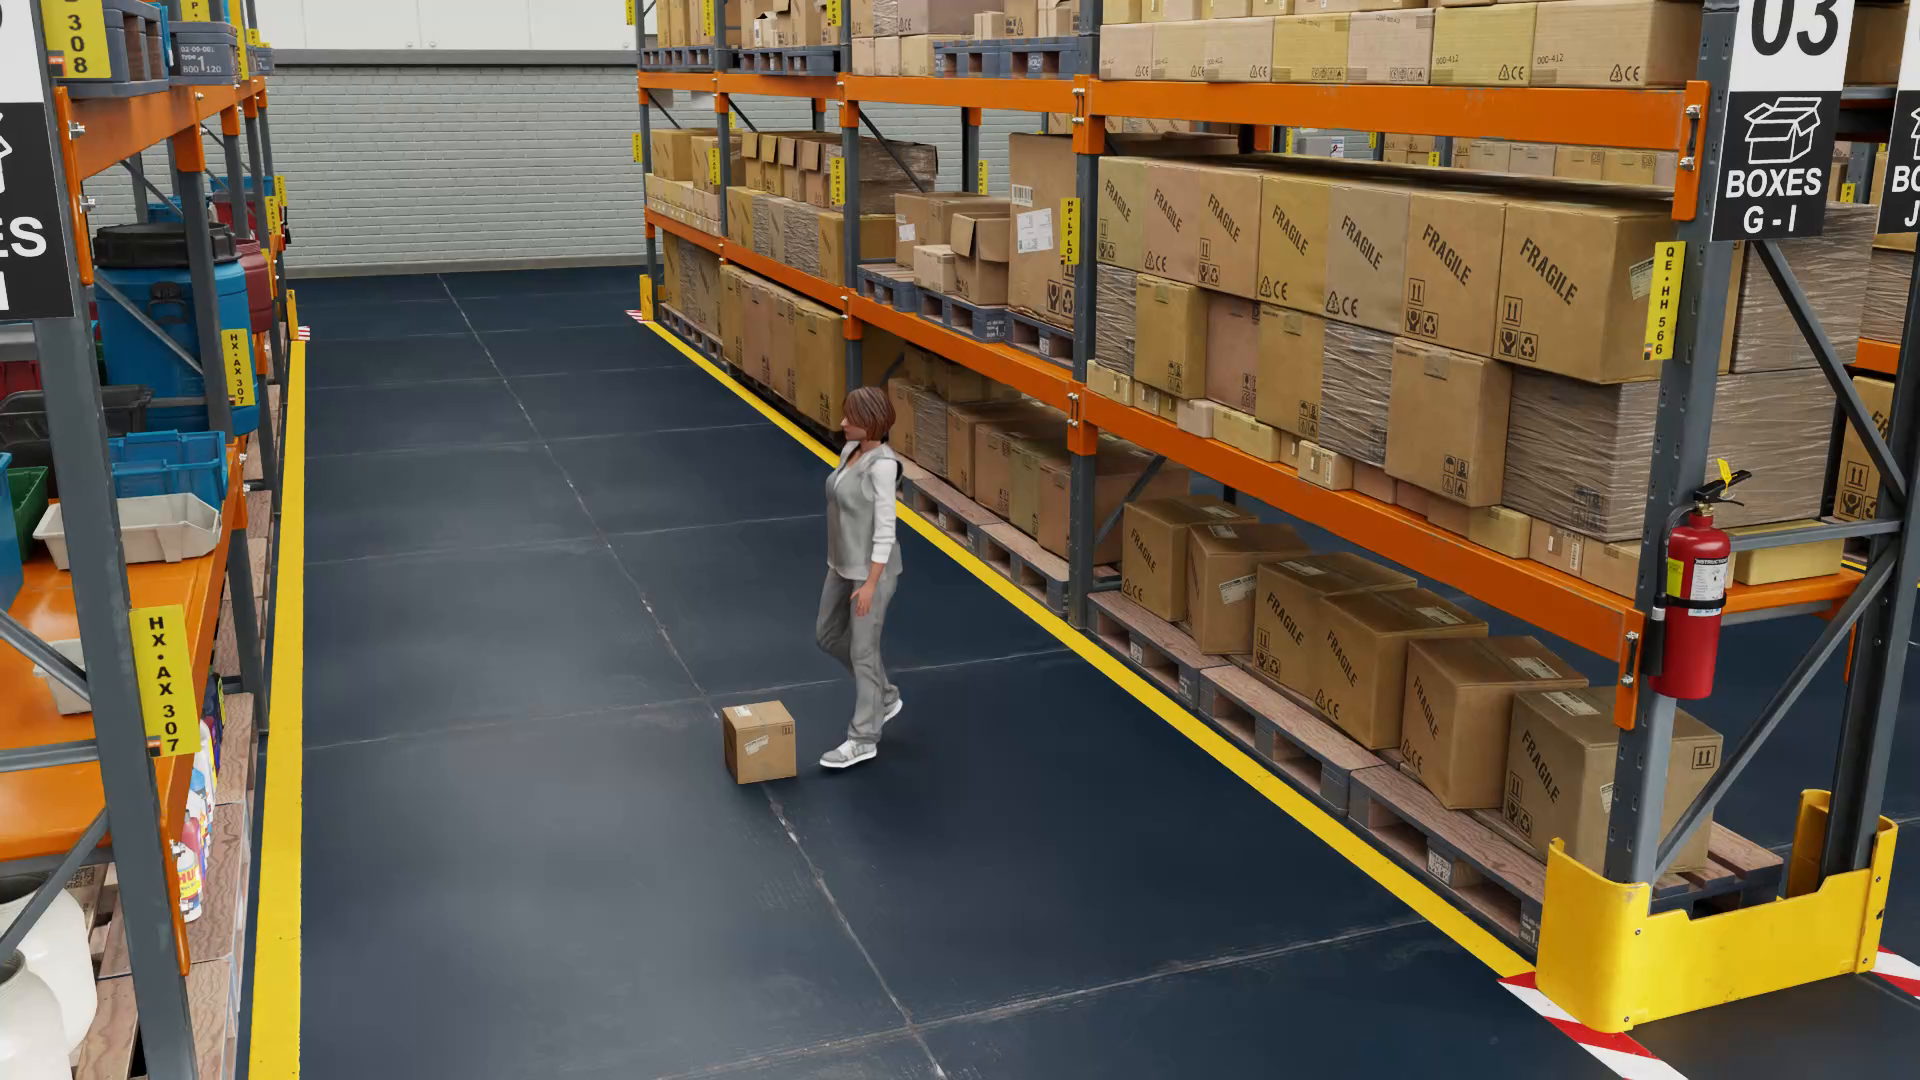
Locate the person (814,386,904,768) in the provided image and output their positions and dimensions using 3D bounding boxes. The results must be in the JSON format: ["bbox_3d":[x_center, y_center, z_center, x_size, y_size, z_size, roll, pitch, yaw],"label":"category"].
[{"bbox_3d":[-3.548,-4.571,15.559,23.789,5.997,20.354,-8,18,-26],"label":"person"}]
